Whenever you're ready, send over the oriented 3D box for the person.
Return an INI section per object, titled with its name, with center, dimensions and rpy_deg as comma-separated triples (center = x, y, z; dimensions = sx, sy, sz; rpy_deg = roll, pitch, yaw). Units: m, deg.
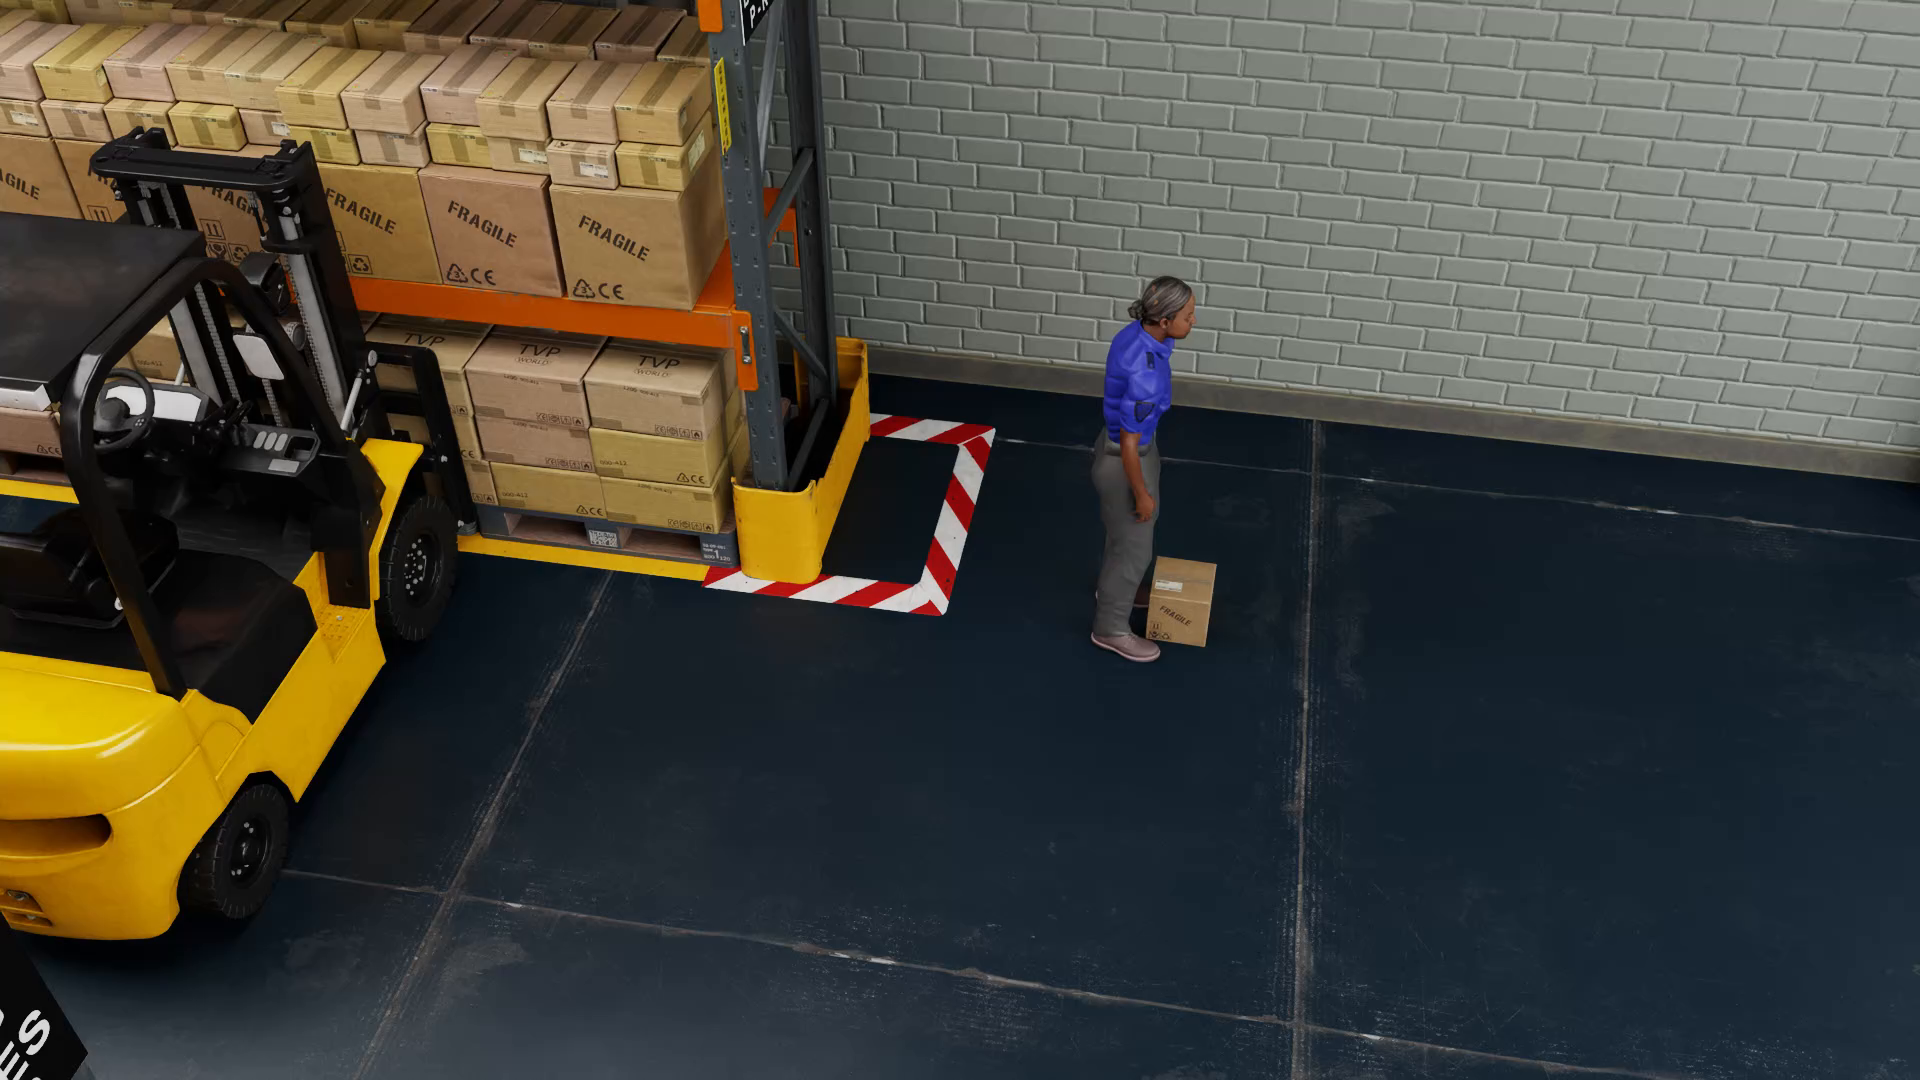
[person]
center = 0.692, -0.297, 6.505
dimensions = 0.346, 1.655, 0.532
rpy_deg = 5, 41, 5
